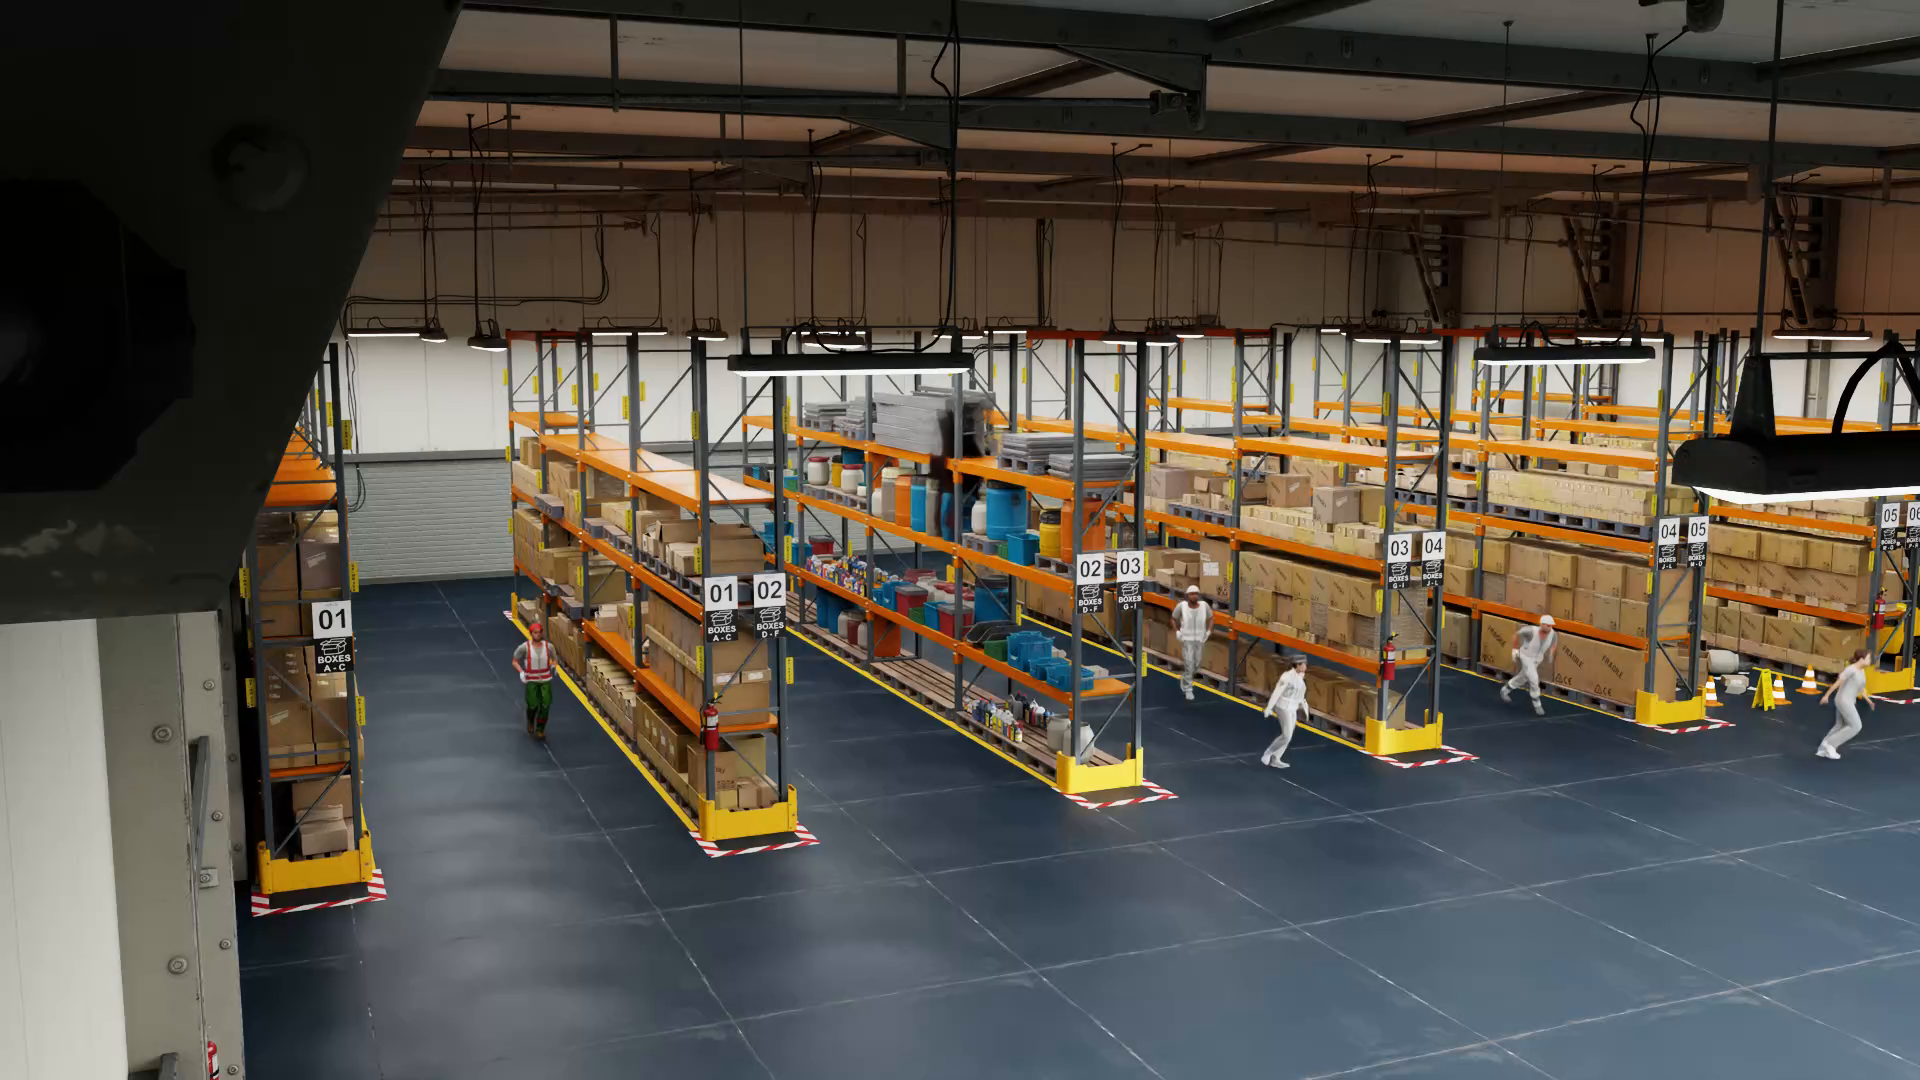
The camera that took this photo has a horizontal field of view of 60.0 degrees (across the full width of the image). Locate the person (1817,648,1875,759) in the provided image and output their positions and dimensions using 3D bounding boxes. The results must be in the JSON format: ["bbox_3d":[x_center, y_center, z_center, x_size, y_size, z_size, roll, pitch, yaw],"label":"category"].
[{"bbox_3d":[12.614,2.323,23.635,0.655,1.609,0.563,7,10,40],"label":"person"}]

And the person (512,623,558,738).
[{"bbox_3d":[-6.290,2.106,24.754,0.654,1.743,0.586,-4,9,-25],"label":"person"}]

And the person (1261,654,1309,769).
[{"bbox_3d":[4.558,2.387,23.211,0.525,1.635,0.633,6,10,39],"label":"person"}]

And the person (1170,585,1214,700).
[{"bbox_3d":[3.687,1.590,26.406,0.689,1.791,0.697,-1,8,-9],"label":"person"}]

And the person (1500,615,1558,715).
[{"bbox_3d":[9.090,1.919,26.605,0.688,1.602,1.141,-2,8,-17],"label":"person"}]
